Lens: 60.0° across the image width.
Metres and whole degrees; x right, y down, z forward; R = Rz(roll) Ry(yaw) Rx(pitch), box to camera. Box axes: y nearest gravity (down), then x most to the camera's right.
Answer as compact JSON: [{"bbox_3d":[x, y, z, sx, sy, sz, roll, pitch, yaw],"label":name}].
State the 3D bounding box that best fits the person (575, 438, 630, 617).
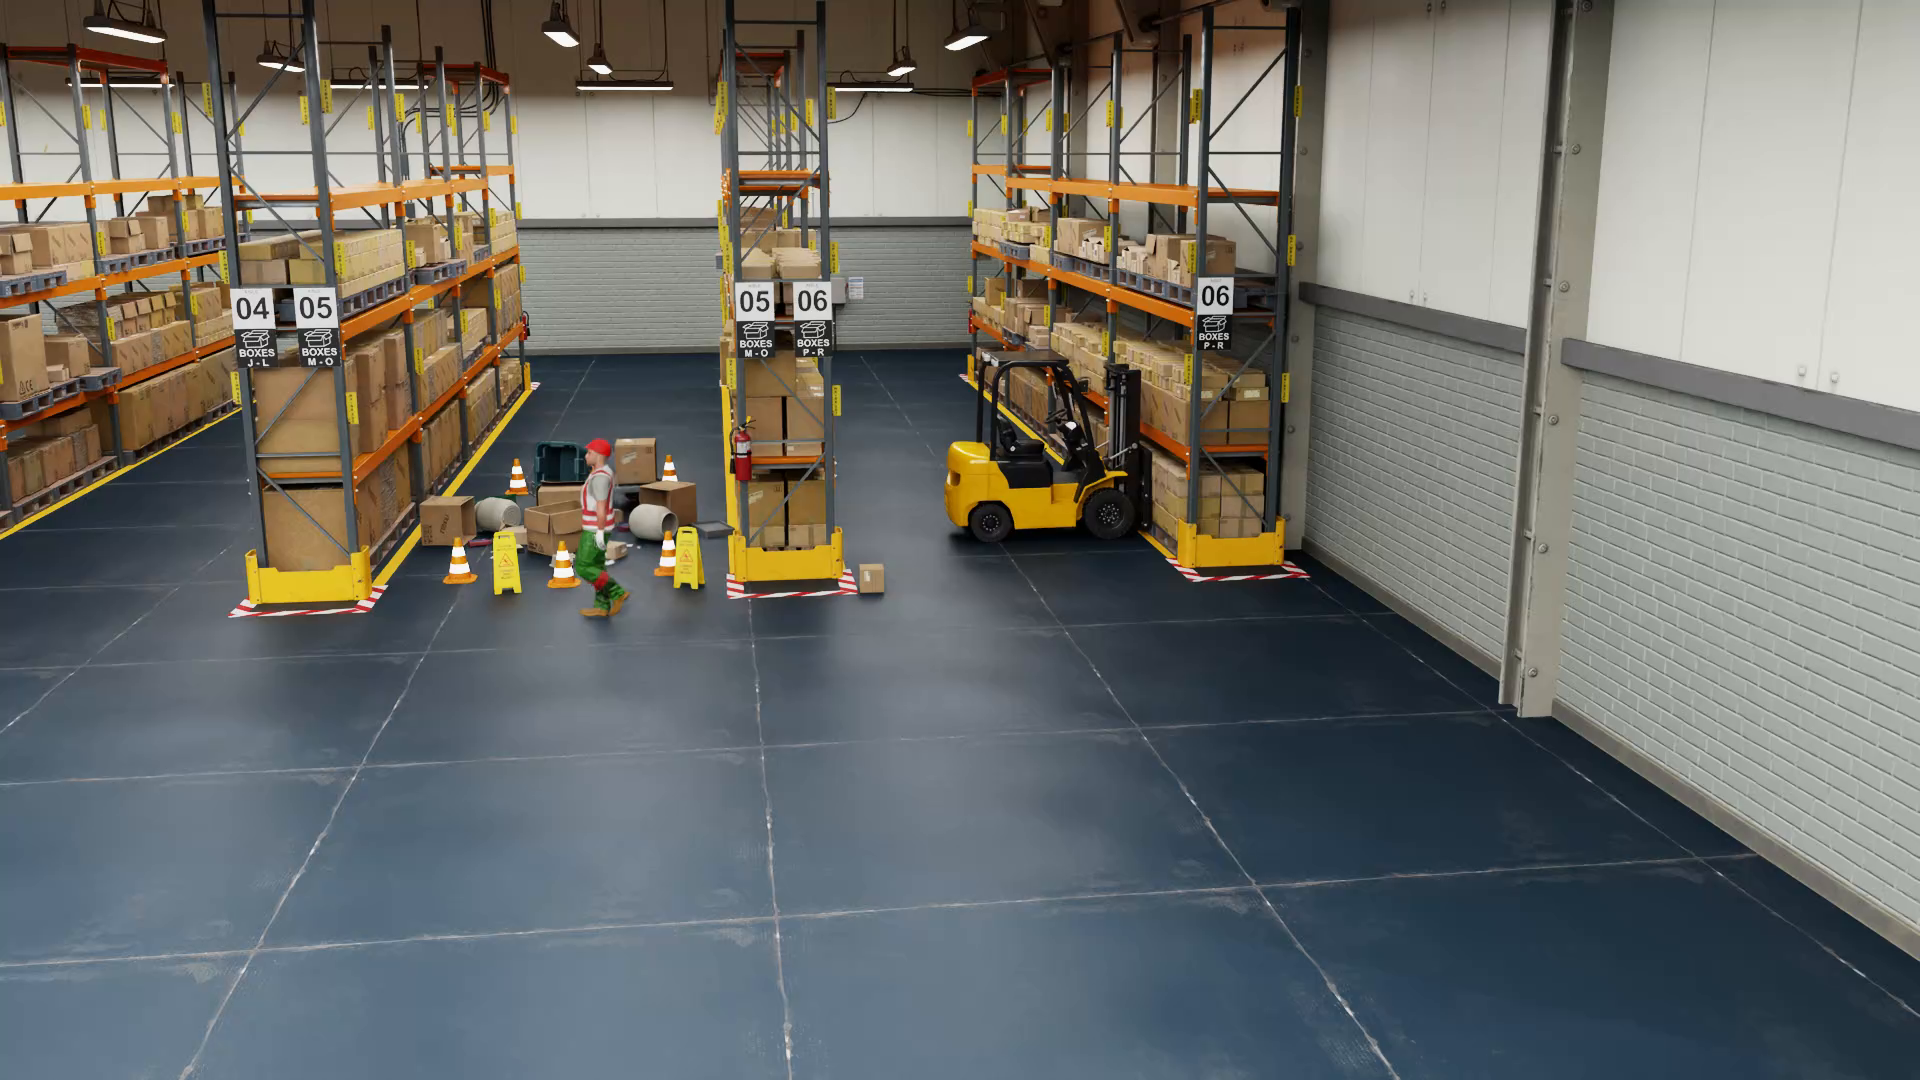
[{"bbox_3d":[-3.523,-0.110,16.294,0.503,1.782,0.540,-1,13,-5],"label":"person"}]
